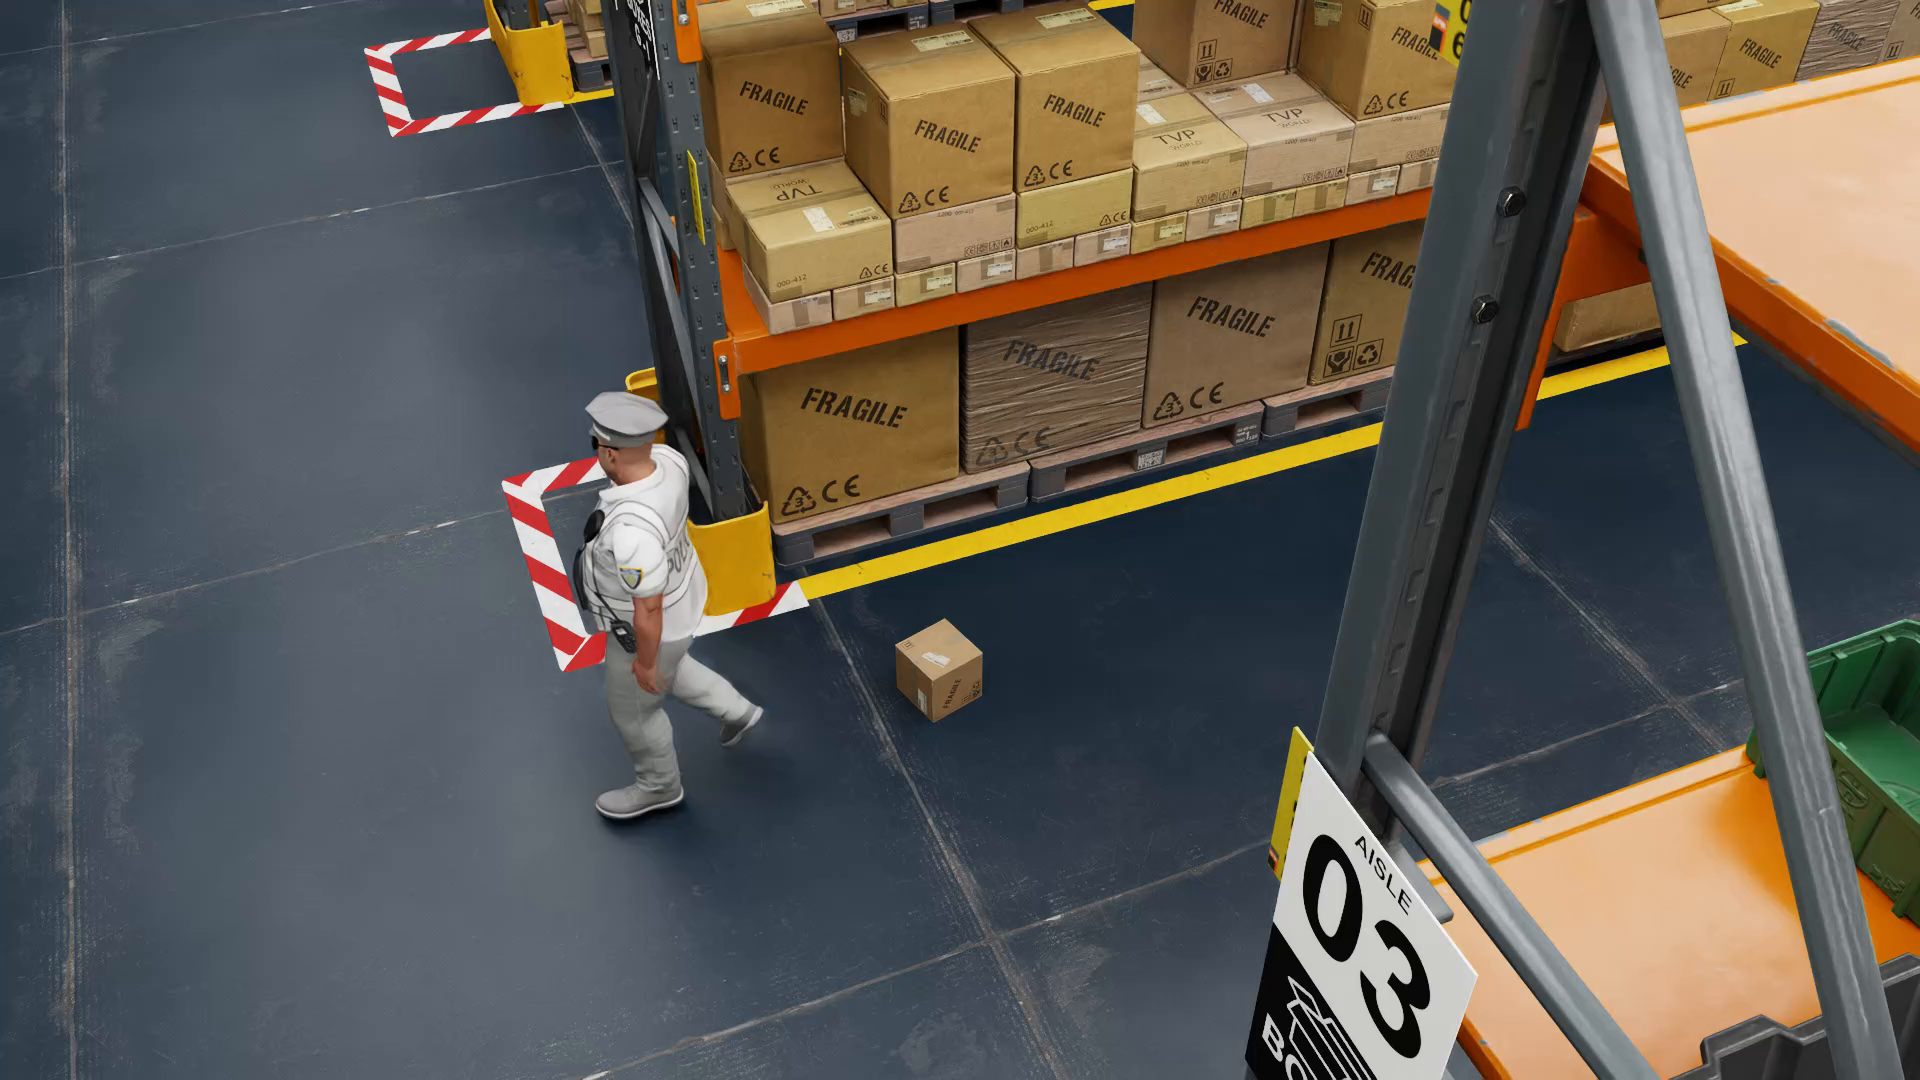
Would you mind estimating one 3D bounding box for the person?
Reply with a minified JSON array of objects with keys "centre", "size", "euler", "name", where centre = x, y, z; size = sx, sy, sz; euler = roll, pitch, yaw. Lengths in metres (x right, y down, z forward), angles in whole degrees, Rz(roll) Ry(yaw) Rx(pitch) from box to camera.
[{"centre":[-1.053,0.247,5.847],"size":[0.611,1.733,0.596],"euler":[3,42,3],"name":"person"}]
